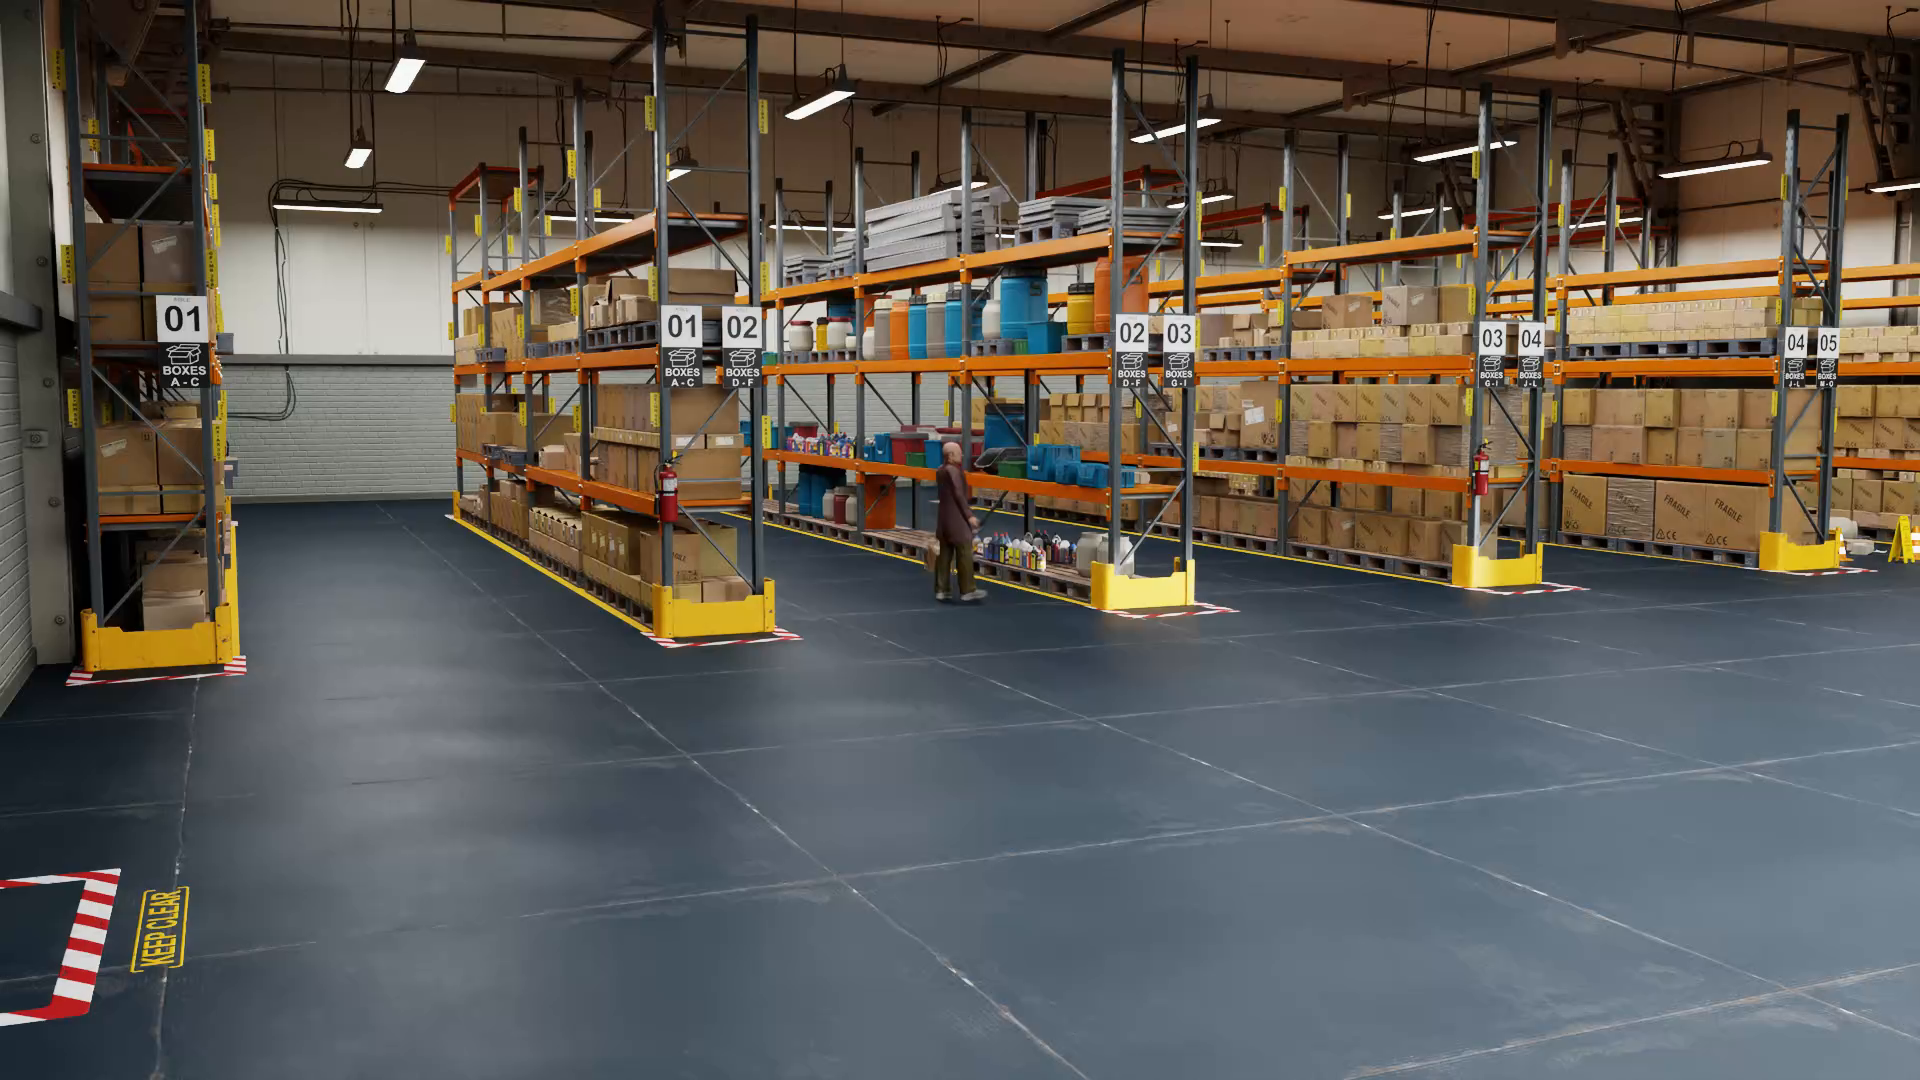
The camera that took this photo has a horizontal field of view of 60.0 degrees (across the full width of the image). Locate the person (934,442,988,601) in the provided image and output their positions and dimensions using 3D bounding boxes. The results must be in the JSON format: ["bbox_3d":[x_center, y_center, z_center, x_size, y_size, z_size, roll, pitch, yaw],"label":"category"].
[{"bbox_3d":[0.010,-0.214,18.750,0.586,1.785,0.609,-3,6,-26],"label":"person"}]
